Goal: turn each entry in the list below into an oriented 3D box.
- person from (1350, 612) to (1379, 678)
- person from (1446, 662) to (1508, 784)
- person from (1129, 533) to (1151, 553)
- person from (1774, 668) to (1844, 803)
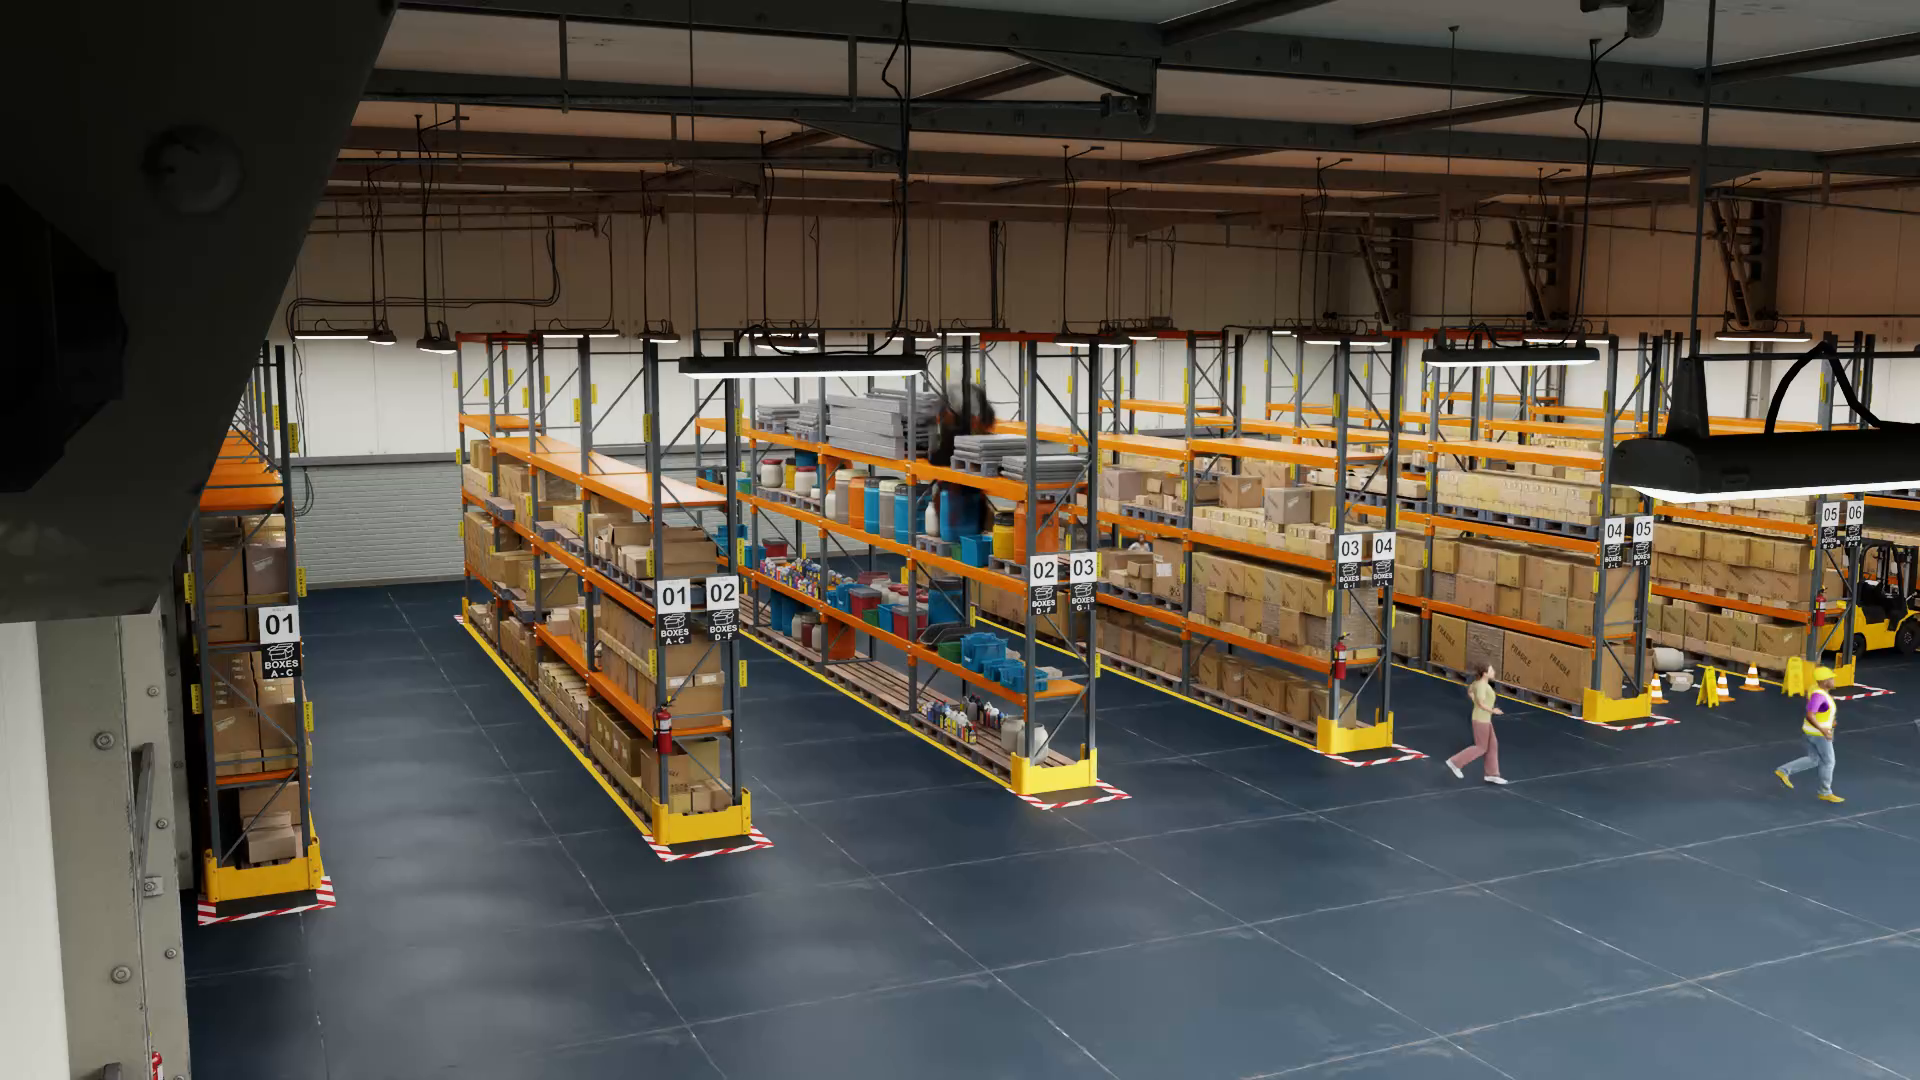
[{"bbox_3d":[7.065,1.577,29.182,0.671,1.676,0.597,-6,9,-36],"label":"person"},{"bbox_3d":[7.053,2.475,22.601,0.817,1.677,0.600,2,8,14],"label":"person"},{"bbox_3d":[3.955,0.696,36.432,0.507,1.551,0.707,-3,8,-23],"label":"person"},{"bbox_3d":[11.161,2.526,21.769,0.843,1.767,0.689,3,8,19],"label":"person"}]
